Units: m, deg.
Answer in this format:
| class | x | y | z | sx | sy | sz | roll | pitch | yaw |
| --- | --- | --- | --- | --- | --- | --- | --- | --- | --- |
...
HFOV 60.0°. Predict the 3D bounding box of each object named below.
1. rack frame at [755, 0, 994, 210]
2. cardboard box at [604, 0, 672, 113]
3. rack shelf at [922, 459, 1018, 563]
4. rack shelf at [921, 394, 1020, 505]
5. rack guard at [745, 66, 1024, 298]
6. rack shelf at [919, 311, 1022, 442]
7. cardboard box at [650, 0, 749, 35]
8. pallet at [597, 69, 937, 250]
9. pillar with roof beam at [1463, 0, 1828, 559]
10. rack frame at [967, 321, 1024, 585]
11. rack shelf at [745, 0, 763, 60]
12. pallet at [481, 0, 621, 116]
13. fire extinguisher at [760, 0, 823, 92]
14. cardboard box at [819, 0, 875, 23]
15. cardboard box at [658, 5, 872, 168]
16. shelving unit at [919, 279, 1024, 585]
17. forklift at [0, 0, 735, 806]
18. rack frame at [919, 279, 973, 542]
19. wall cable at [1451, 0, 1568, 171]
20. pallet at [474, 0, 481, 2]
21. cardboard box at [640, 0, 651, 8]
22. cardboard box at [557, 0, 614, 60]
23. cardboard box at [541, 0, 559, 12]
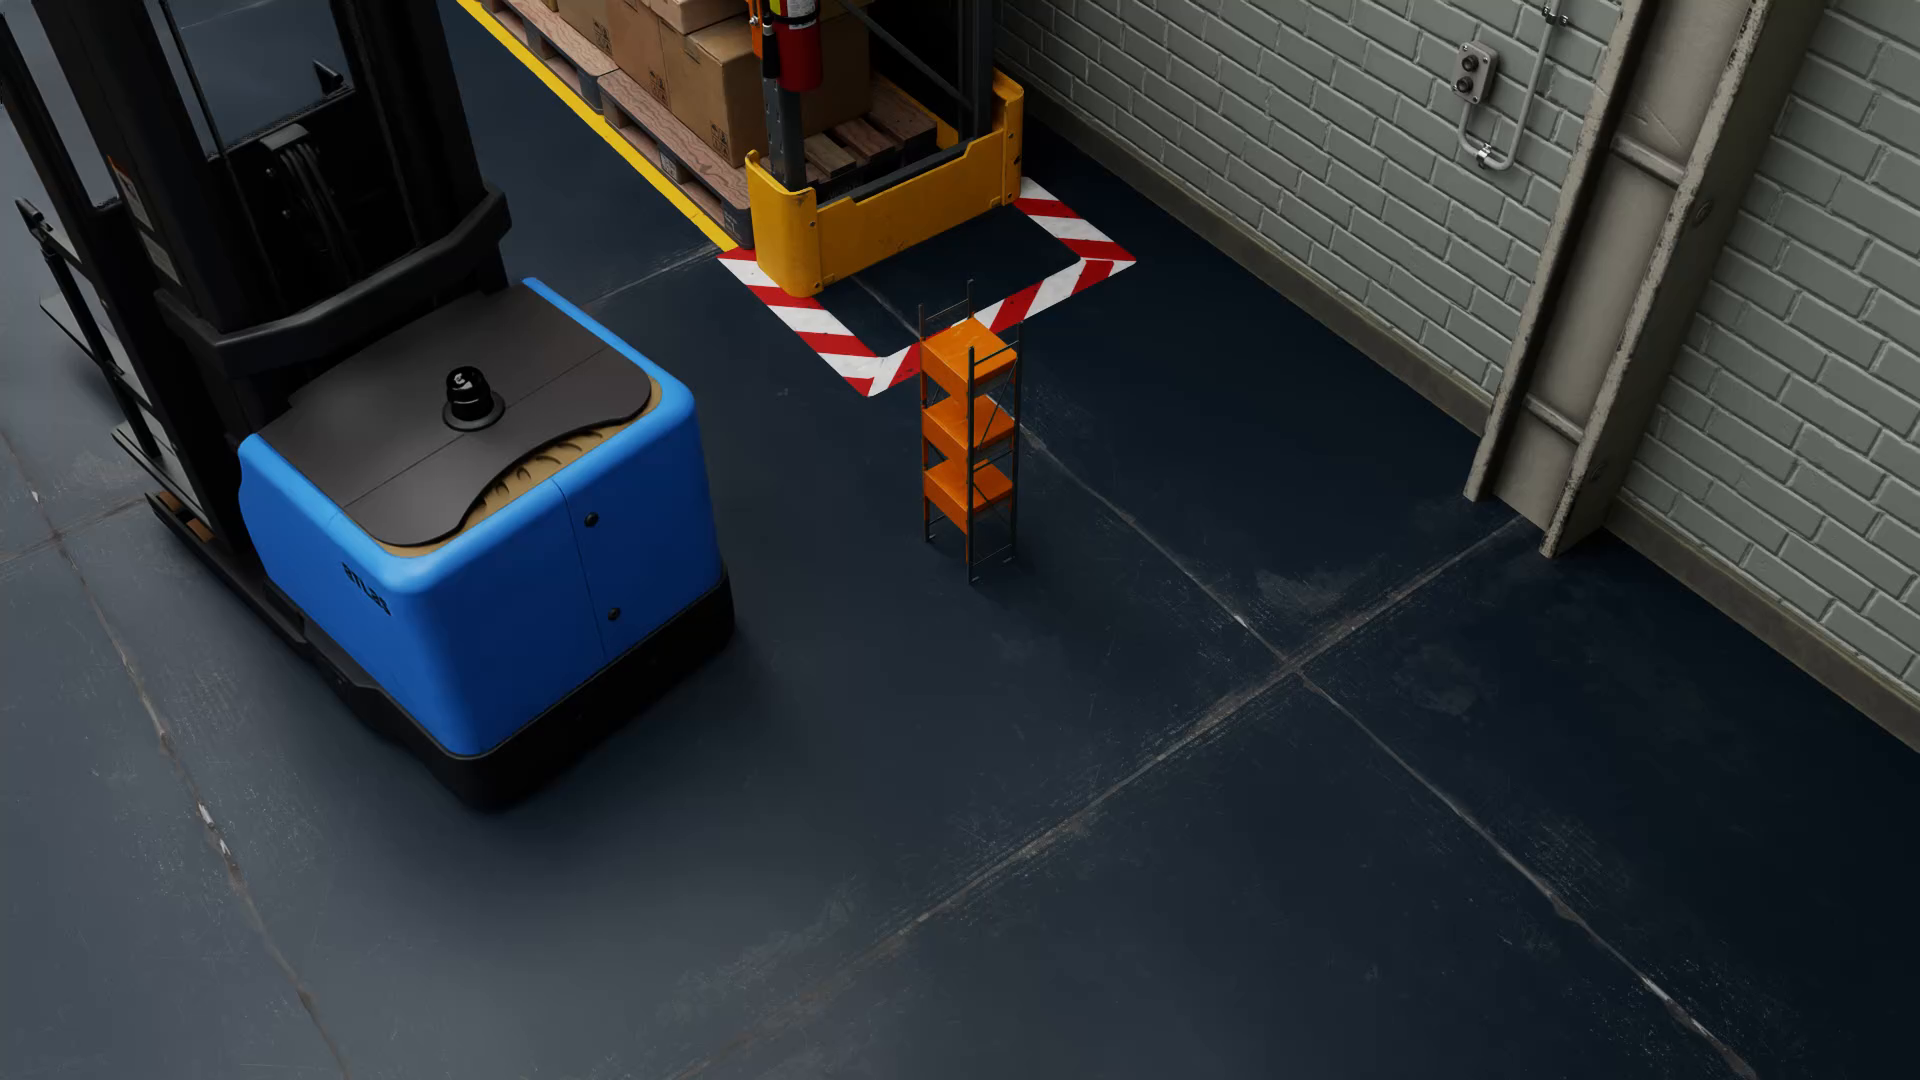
| class | x | y | z | sx | sy | sz | roll | pitch | yaw |
| --- | --- | --- | --- | --- | --- | --- | --- | --- | --- |
| rack frame | -0.300 | -2.328 | 5.836 | 1.000 | 3.000 | 0.127 | -29 | 54 | -24 |
| cardboard box | -1.106 | -2.293 | 7.208 | 0.700 | 0.500 | 0.500 | -30 | 54 | -24 |
| rack shelf | 0.032 | -0.127 | 5.546 | 0.215 | 0.259 | 0.240 | -29 | 54 | -24 |
| rack shelf | 0.032 | -0.314 | 5.340 | 0.215 | 0.259 | 0.240 | -29 | 54 | -24 |
| rack guard | -0.285 | -1.475 | 6.750 | 1.175 | 0.500 | 0.348 | -29 | 54 | -24 |
| rack shelf | 0.032 | -0.505 | 5.130 | 0.215 | 0.259 | 0.240 | -29 | 54 | -24 |
| cardboard box | -1.026 | -2.210 | 6.694 | 0.380 | 0.149 | 0.250 | -30 | 54 | -24 |
| pallet | -0.846 | -1.828 | 7.265 | 1.003 | 0.211 | 1.213 | -29 | 54 | -24 |
| pillar with roof beam | -1.403 | -1.208 | 0.771 | 9.100 | 9.000 | 0.400 | -29 | 54 | -24 |
| rack frame | 0.106 | -0.249 | 5.267 | 0.200 | 1.050 | 0.008 | -29 | 54 | -24 |
| rack shelf | -1.511 | -3.266 | 7.172 | 1.077 | 0.370 | 4.000 | -29 | 54 | -24 |
| pallet | -1.581 | -2.547 | 7.917 | 1.003 | 0.211 | 1.213 | -29 | 54 | -24 |
| fire extinguisher | -0.576 | -1.881 | 5.735 | 0.296 | 0.674 | 0.183 | -29 | 54 | -24 |
| cardboard box | -0.568 | -2.232 | 6.714 | 0.380 | 0.149 | 0.250 | -29 | 54 | -24 |
| cardboard box | -0.803 | -1.998 | 6.940 | 0.700 | 0.500 | 0.500 | -29 | 54 | -24 |
| shelving unit | 0.032 | -0.321 | 5.332 | 0.215 | 1.050 | 0.252 | -29 | 54 | -24 |
| forklift | -2.151 | -1.165 | 4.828 | 3.031 | 2.935 | 1.130 | 35 | 57 | 27 |
| rack frame | -0.041 | -0.393 | 5.398 | 0.200 | 1.050 | 0.008 | -29 | 54 | -24 |
| wall cable | 1.228 | -2.339 | 5.160 | 0.084 | 1.984 | 1.851 | -29 | 54 | -24 |
| pallet | -2.324 | -3.267 | 8.569 | 1.003 | 0.211 | 1.213 | -29 | 54 | -24 |
| cardboard box | -1.181 | -2.360 | 6.831 | 0.380 | 0.149 | 0.250 | -28 | 54 | -23 |
| cardboard box | -1.411 | -2.589 | 7.476 | 0.700 | 0.500 | 0.500 | -31 | 55 | -25 |
| cardboard box | -1.740 | -2.900 | 7.758 | 0.700 | 0.500 | 0.500 | -28 | 54 | -23 |
